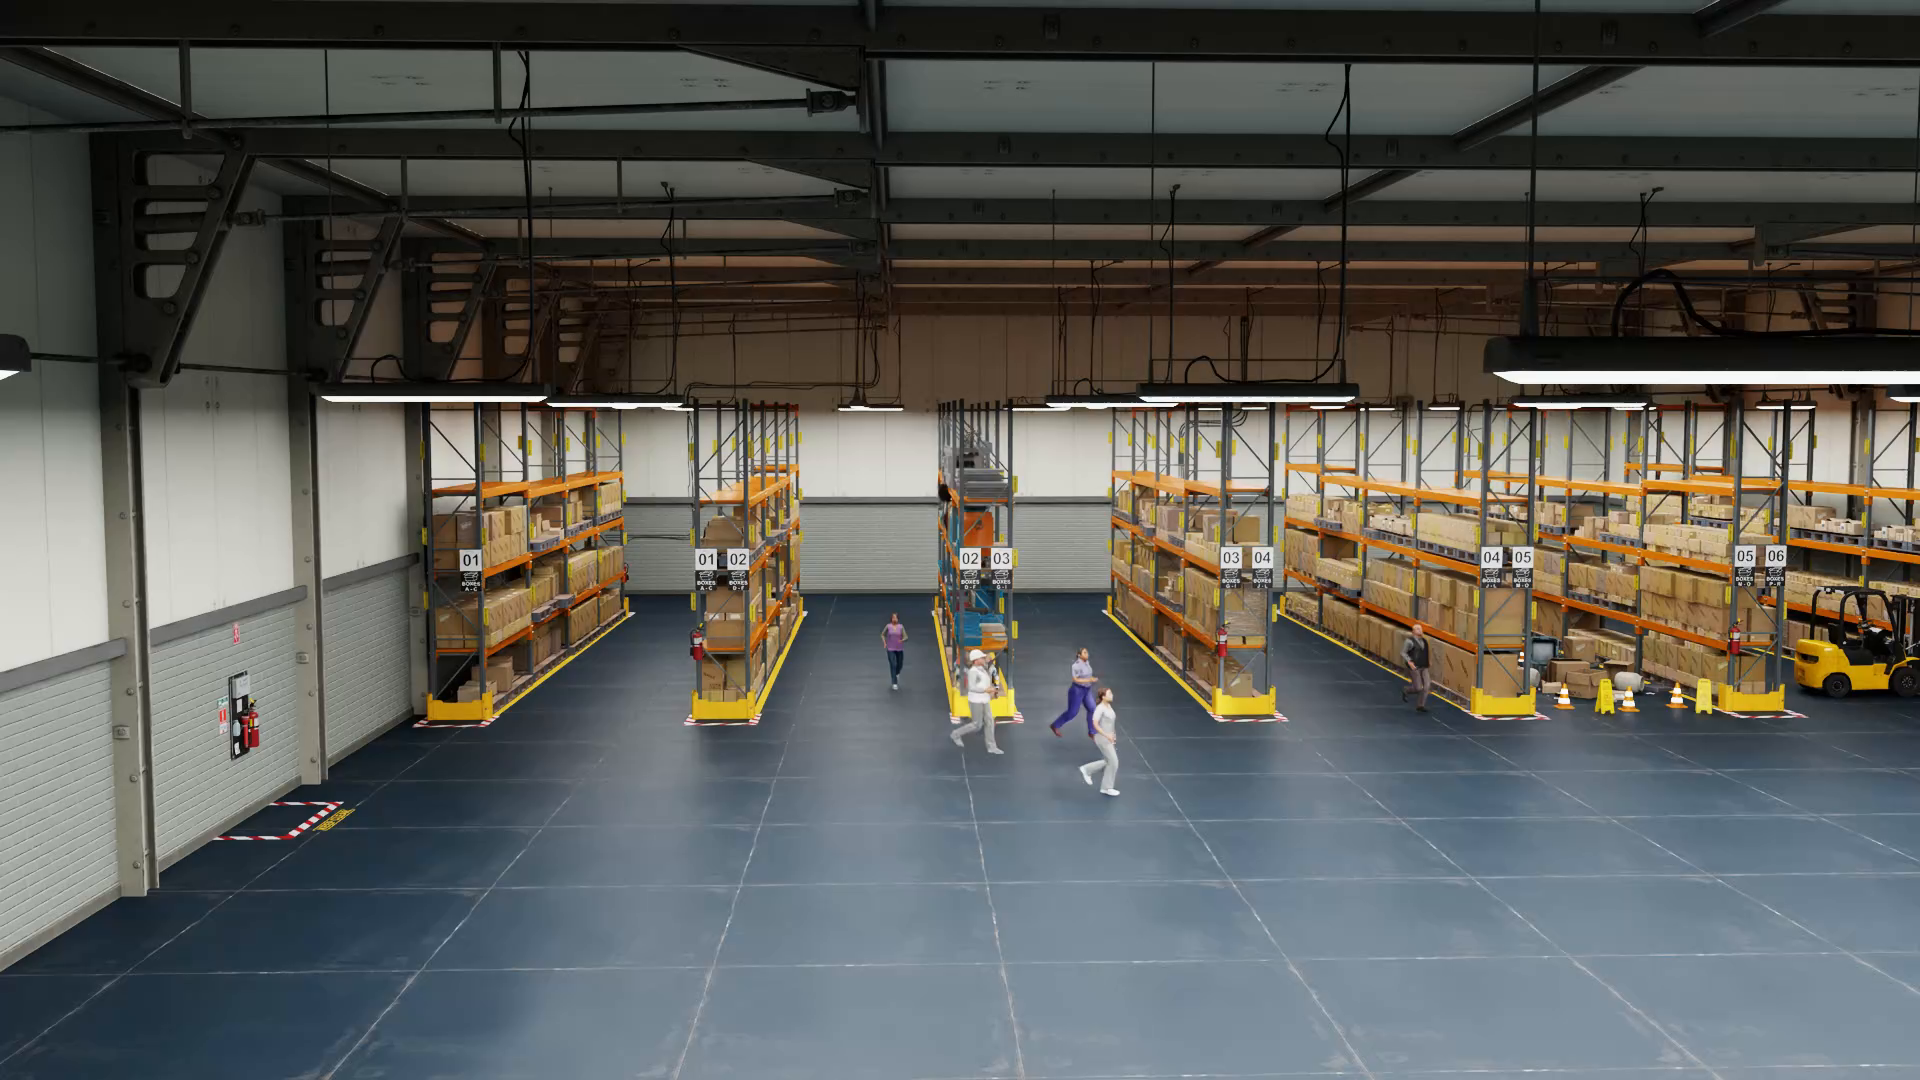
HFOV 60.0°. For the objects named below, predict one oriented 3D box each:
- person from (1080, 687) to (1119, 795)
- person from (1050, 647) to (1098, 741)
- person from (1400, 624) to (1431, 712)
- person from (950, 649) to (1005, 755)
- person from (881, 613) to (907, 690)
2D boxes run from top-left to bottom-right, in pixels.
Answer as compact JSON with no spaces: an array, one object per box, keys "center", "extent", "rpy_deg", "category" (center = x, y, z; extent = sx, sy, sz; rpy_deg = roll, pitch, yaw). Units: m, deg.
[{"center":[2.107,3.010,25.075],"extent":[0.642,1.633,0.590],"rpy_deg":[2,5,21],"category":"person"},{"center":[2.062,2.700,29.093],"extent":[0.923,1.684,0.615],"rpy_deg":[3,5,33],"category":"person"},{"center":[8.819,2.492,32.027],"extent":[0.657,1.594,0.645],"rpy_deg":[-2,5,-20],"category":"person"},{"center":[0.302,2.715,27.909],"extent":[0.936,1.769,0.661],"rpy_deg":[2,5,19],"category":"person"},{"center":[-1.369,2.310,34.689],"extent":[0.548,1.549,0.805],"rpy_deg":[-1,4,-9],"category":"person"}]
